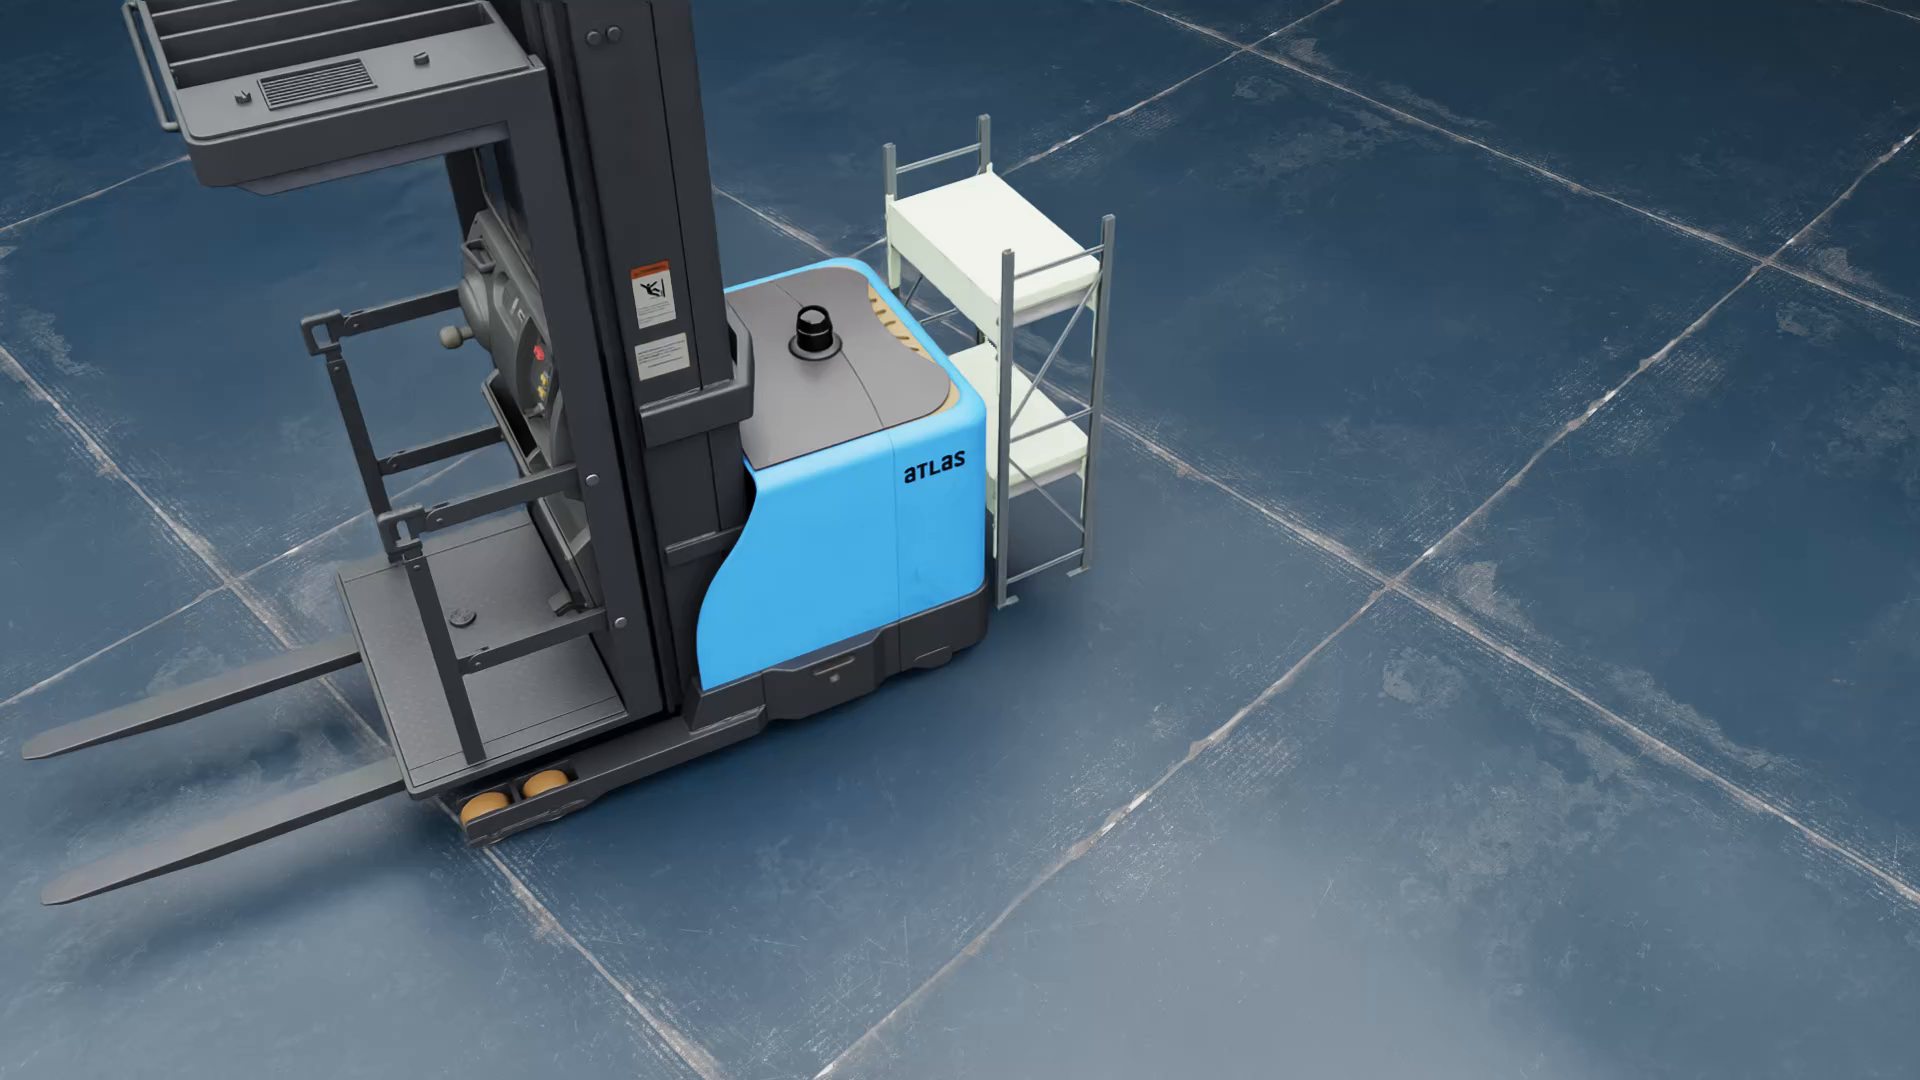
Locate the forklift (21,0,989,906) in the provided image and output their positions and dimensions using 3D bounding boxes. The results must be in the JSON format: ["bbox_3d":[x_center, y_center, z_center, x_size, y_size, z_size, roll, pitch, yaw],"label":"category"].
[{"bbox_3d":[-1.451,-0.535,4.670,3.031,2.935,1.130,-19,46,-20],"label":"forklift"}]

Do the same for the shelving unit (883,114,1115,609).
[{"bbox_3d":[0.113,-0.591,5.785,0.431,1.500,0.755,-22,47,-22],"label":"shelving unit"}]

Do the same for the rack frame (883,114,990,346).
[{"bbox_3d":[-0.075,-0.804,6.015,0.400,1.500,0.023,-22,47,-22],"label":"rack frame"}]

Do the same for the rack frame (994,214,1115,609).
[{"bbox_3d":[0.302,-0.378,5.554,0.400,1.500,0.023,-22,47,-22],"label":"rack frame"}]

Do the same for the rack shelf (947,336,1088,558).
[{"bbox_3d":[0.113,-0.352,6.006,0.431,0.370,0.720,-22,47,-22],"label":"rack shelf"}]

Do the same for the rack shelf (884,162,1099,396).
[{"bbox_3d":[0.113,-0.878,5.520,0.431,0.370,0.720,-22,47,-22],"label":"rack shelf"}]
